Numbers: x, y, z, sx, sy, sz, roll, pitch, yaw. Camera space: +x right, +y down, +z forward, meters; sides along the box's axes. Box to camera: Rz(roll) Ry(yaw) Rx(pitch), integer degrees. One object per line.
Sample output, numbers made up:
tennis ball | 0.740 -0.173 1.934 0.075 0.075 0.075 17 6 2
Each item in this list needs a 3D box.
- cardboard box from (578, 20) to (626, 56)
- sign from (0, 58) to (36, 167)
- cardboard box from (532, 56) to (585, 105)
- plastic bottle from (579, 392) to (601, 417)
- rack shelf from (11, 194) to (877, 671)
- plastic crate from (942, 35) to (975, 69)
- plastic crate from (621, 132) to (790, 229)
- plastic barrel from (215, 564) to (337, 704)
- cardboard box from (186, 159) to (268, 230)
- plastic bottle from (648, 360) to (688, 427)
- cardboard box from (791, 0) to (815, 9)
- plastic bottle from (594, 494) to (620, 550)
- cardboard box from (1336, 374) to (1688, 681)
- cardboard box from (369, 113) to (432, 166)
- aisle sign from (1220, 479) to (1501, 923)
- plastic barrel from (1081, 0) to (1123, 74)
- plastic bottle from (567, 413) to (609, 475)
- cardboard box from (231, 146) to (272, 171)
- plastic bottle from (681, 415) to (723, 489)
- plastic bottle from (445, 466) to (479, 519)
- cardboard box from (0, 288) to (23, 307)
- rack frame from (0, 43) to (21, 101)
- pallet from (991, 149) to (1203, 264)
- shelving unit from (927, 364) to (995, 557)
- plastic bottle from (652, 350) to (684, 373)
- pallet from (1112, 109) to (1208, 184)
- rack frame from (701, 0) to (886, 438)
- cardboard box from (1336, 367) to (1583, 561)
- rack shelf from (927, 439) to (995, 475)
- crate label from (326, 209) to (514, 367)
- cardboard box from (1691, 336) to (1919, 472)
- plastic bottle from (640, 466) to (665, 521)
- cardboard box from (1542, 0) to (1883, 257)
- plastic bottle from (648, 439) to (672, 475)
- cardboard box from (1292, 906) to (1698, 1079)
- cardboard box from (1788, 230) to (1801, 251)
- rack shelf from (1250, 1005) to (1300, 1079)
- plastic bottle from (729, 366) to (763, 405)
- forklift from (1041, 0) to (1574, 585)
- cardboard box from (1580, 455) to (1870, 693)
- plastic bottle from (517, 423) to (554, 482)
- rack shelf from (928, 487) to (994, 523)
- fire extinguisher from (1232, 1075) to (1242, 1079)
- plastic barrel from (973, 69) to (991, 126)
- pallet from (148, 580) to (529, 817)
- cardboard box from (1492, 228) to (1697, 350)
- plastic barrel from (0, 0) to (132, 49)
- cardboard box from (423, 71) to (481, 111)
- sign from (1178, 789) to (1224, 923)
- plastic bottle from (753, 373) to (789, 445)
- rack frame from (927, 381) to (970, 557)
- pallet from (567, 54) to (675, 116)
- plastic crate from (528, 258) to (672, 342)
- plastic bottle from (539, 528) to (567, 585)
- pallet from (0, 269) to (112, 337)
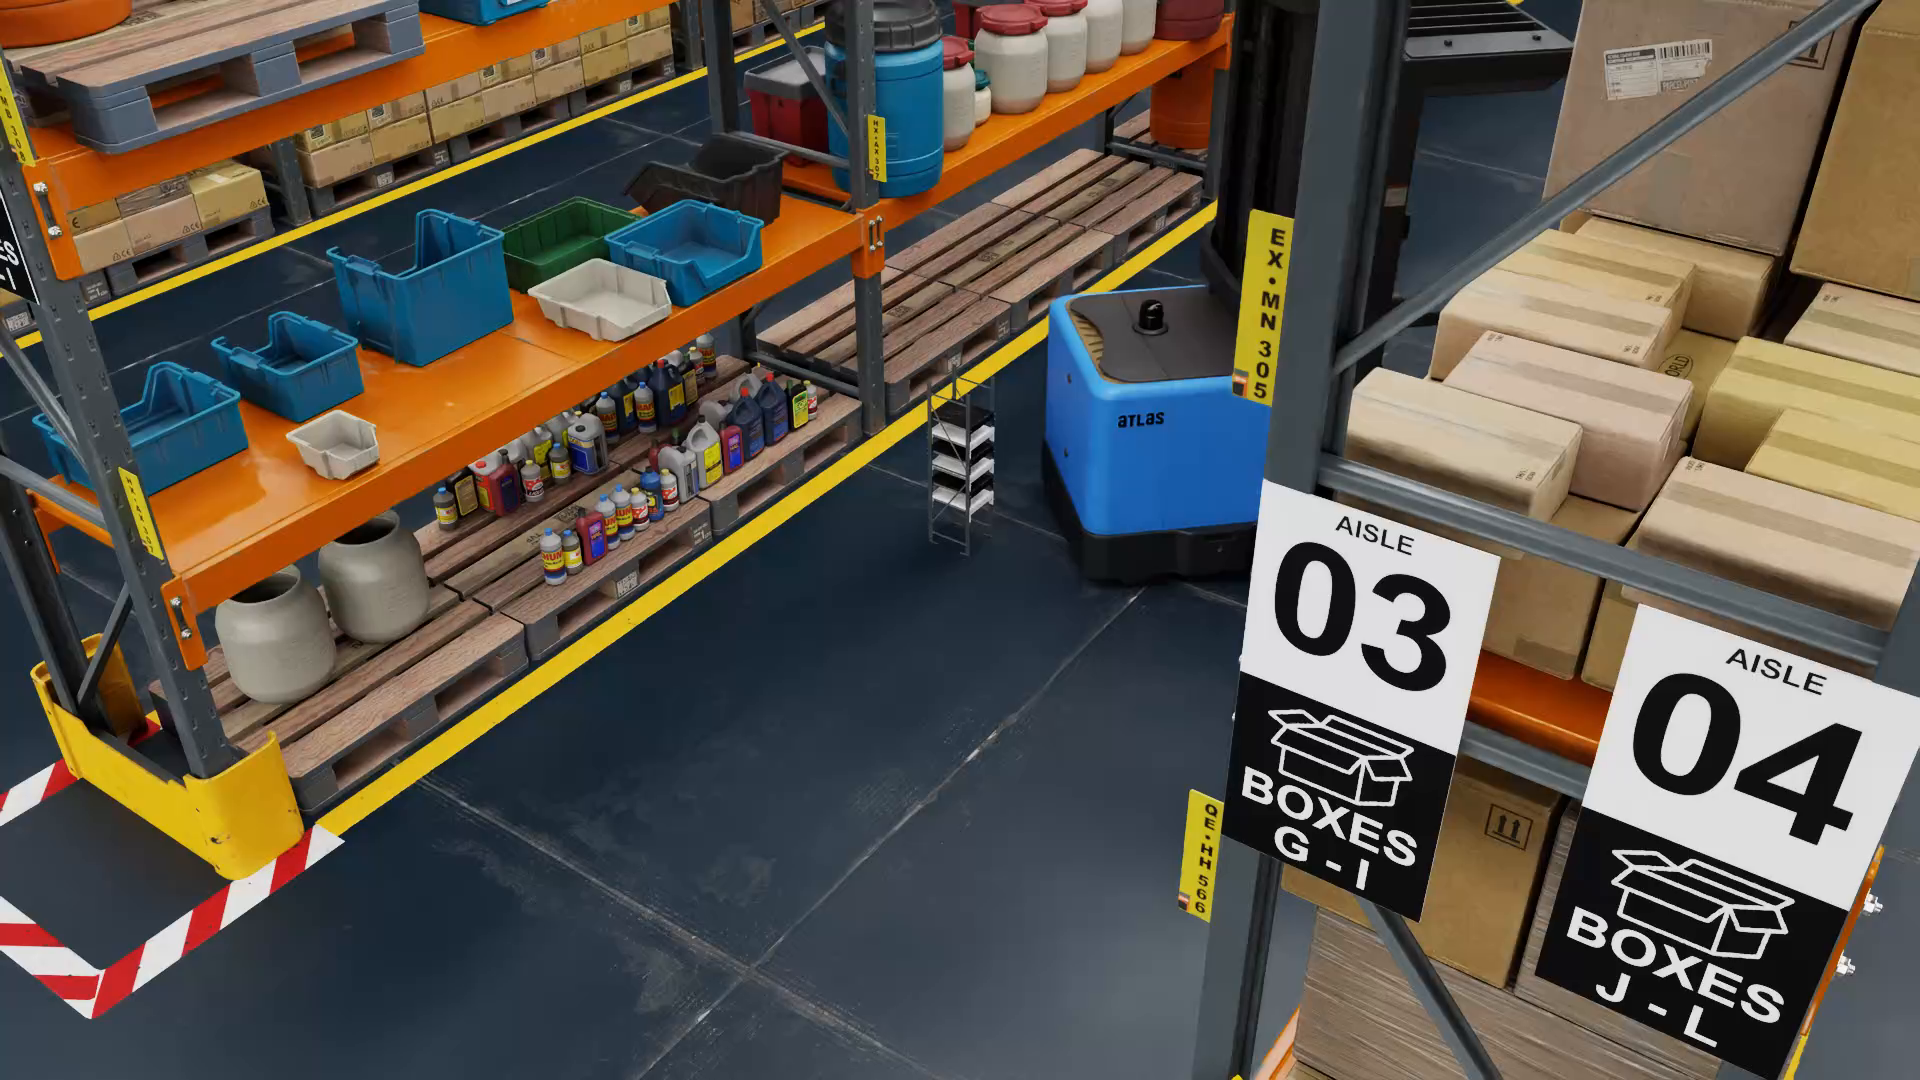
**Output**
cardboard box | -3.026 -4.119 13.243 0.500 0.311 0.500 21 39 28
sign | -2.684 -1.216 4.685 0.100 0.325 0.005 21 39 28
cardboard box | -3.319 -3.659 13.063 0.500 0.250 0.500 22 40 29
plastic bottle | -1.890 -0.657 8.576 0.061 0.283 0.133 23 40 30
rack shelf | -1.993 -0.770 7.353 1.077 0.370 4.000 21 39 28
plastic crate | -0.092 -2.792 9.891 0.450 0.188 0.662 21 39 28
plastic crate | -1.256 -1.762 8.234 0.767 0.338 0.504 21 39 28
plastic barrel | -2.821 0.382 6.854 0.421 0.512 0.421 0 34 0
cardboard box | -5.005 -2.324 11.089 0.500 0.250 0.500 21 39 28
plastic bottle | -1.535 -0.788 8.710 0.144 0.351 0.185 21 39 28
cardboard box | -1.561 -5.150 15.027 0.500 0.500 0.500 21 39 28
plastic bottle | -1.648 -0.092 7.752 0.097 0.271 0.097 0 34 0
cardboard box | 1.002 -0.049 3.101 0.500 0.250 0.500 22 40 29
cardboard box | -4.194 -2.949 12.012 0.500 0.250 0.500 22 40 29
aisle sign | 0.654 0.290 2.823 0.394 0.787 0.004 21 39 28
plastic barrel | 0.777 -3.140 10.116 0.421 0.512 0.421 0 34 0
plastic bottle | -1.868 -0.485 8.329 0.152 0.276 0.135 21 39 28
cardboard box | -4.922 -2.891 11.927 0.500 0.250 0.500 21 39 28
plastic bottle | -1.277 -0.448 8.207 0.144 0.351 0.185 21 39 28
plastic bottle | -2.395 -0.250 7.973 0.061 0.283 0.133 22 40 29
cardboard box | -5.855 -1.632 10.065 0.500 0.250 0.500 21 39 28
rack frame | -3.133 -2.633 4.110 1.000 3.000 0.127 21 39 28
pallet | 0.954 -2.330 11.507 1.003 0.211 1.213 21 39 28
shelving unit | 0.005 -0.376 8.003 0.258 0.900 0.210 21 39 28
plastic bottle | -1.556 -0.878 8.910 0.152 0.276 0.135 23 40 30
pallet | 1.843 -3.050 12.572 1.003 0.211 1.213 21 39 28
rack frame | -0.853 -1.988 8.513 1.000 3.000 0.127 21 39 28
cardboard box | 0.837 -0.139 2.878 0.380 0.149 0.250 21 39 28
rack shelf | 0.005 -0.423 7.972 0.258 0.077 0.200 21 39 28
crate label | -2.306 -1.096 7.161 0.502 0.435 0.616 21 39 28
cardboard box | 1.553 -0.208 2.980 0.380 0.149 0.250 21 39 27
plastic bottle | -1.476 -0.232 7.958 0.097 0.271 0.097 0 34 0
cardboard box | 1.611 -0.974 3.534 0.500 0.500 0.500 21 39 28
plastic bottle | -1.460 -0.380 8.167 0.061 0.283 0.133 21 39 28
cardboard box | 1.272 1.025 3.701 0.875 0.500 0.500 21 39 28
cardboard box | 1.866 -0.746 4.132 0.500 0.250 0.500 21 39 27
rack shelf | 2.076 0.812 5.014 1.077 0.370 4.000 21 39 28
plastic bottle | -1.102 -0.731 8.625 0.144 0.351 0.185 21 39 28
forklift | 1.986 -1.392 7.692 3.031 2.935 1.130 -6 34 -8
cardboard box | 1.423 0.115 2.859 0.500 0.250 0.500 23 40 30
plastic bottle | -2.110 -0.466 8.234 0.144 0.351 0.185 23 40 30
rack shelf | 0.005 -0.200 8.123 0.258 0.077 0.200 21 39 28
fire extinguisher | 0.492 1.372 3.613 0.296 0.674 0.183 21 39 28
plastic barrel | 0.028 -2.491 9.380 0.301 0.262 0.301 0 34 0
pallet | -2.661 0.585 7.196 1.003 0.211 1.213 21 39 28
cardboard box | 1.272 -0.505 3.419 0.380 0.149 0.250 21 40 28
plastic barrel | -2.961 -2.006 5.103 0.600 0.830 0.708 21 39 28
cardboard box | -3.896 -3.417 12.205 0.500 0.311 0.500 20 39 27
sign | 0.491 0.637 3.314 0.100 0.325 0.005 21 39 28
plastic bottle | -0.983 -0.685 8.557 0.144 0.351 0.185 20 39 27
rack frame | -0.053 -0.330 7.934 0.240 0.900 0.006 21 39 28
pallet | -3.141 -3.892 13.816 1.003 0.211 1.213 21 39 28
plastic crate | -1.570 -1.051 7.362 0.530 0.136 0.437 21 39 28
plastic bottle | -1.844 0.065 7.518 0.097 0.271 0.097 0 34 0
pallet | -6.103 -1.501 10.281 1.003 0.211 1.213 21 39 28
